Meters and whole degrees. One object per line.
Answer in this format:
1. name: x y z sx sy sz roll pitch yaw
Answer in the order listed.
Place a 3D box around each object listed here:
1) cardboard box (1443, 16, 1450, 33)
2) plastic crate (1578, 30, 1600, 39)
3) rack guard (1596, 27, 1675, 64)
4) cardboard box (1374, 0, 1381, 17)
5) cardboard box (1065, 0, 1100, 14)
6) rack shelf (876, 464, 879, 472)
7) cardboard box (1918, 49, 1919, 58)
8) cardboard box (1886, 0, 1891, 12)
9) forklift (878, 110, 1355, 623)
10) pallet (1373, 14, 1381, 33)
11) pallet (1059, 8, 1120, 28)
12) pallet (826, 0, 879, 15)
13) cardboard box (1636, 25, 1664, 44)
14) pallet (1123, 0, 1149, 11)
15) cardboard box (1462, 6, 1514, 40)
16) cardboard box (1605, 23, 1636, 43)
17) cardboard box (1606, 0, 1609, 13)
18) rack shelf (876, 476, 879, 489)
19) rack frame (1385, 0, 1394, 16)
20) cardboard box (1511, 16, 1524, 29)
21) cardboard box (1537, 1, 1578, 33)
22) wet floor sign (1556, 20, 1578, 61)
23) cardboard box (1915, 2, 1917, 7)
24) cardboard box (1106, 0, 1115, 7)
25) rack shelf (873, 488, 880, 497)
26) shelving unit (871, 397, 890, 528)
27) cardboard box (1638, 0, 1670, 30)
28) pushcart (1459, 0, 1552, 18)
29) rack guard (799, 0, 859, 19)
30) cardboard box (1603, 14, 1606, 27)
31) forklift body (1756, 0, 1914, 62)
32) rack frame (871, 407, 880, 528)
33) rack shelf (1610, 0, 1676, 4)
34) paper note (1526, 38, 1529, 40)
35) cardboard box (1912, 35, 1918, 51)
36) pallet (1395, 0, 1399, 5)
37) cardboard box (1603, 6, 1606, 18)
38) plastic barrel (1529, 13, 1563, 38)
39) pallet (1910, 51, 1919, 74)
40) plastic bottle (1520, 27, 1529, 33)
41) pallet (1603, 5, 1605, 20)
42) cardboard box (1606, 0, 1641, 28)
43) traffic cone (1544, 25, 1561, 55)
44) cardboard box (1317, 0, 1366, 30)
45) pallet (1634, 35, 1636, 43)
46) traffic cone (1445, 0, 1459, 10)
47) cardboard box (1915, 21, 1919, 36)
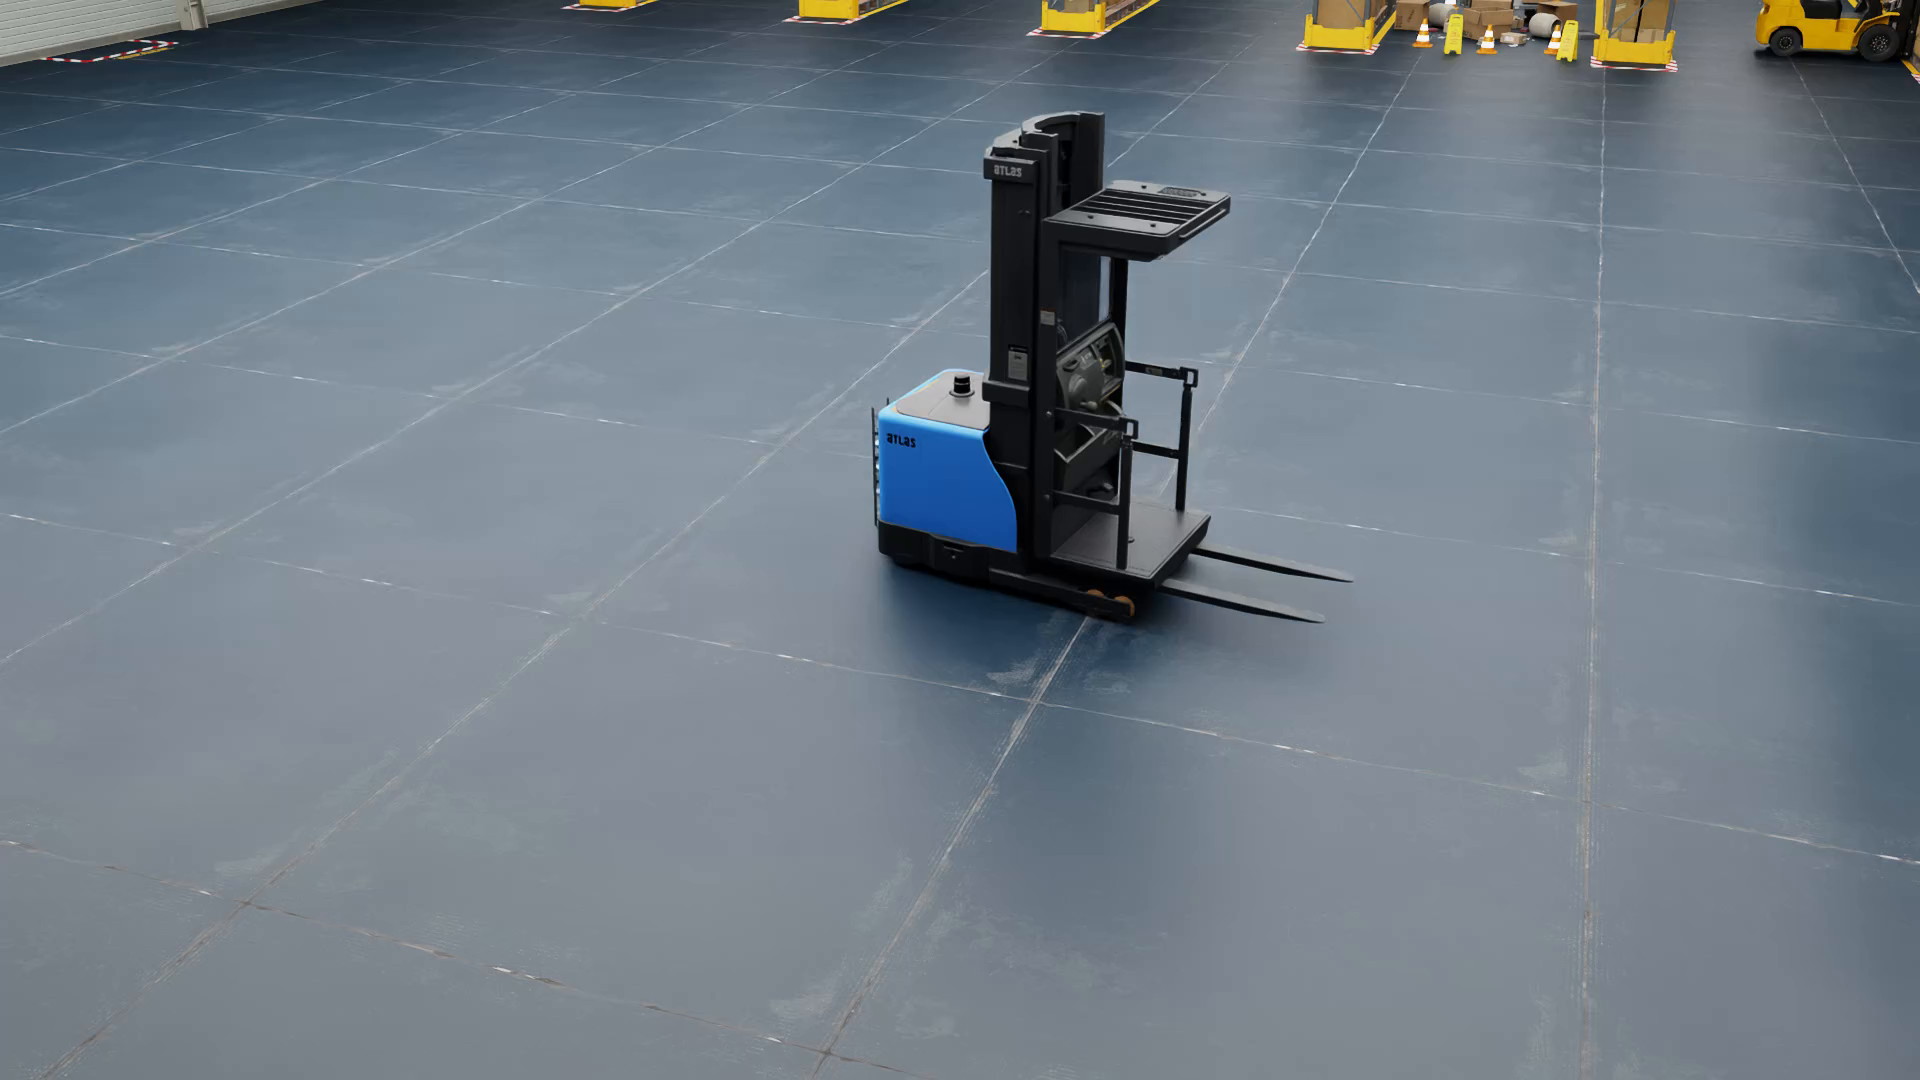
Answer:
1. cardboard box: 9.243 -9.611 31.018 0.396 0.266 0.258 14 29 26
2. plastic crate: 11.484 -9.298 30.586 0.402 0.080 0.583 0 26 -1
3. rack guard: 11.474 -8.401 28.251 1.175 0.500 0.348 9 27 17
4. cardboard box: 7.507 -10.428 31.526 0.875 0.875 0.875 9 27 18
5. cardboard box: 2.327 -10.250 31.588 0.500 0.500 0.500 14 29 27
6. rack shelf: -0.445 -0.482 11.512 0.258 0.077 0.200 13 29 25
7. cardboard box: 15.989 -7.967 27.159 0.500 0.250 0.500 9 27 18
8. cardboard box: 17.890 -10.074 31.081 0.875 0.625 0.625 8 27 17
9. forklift: 0.997 -1.064 10.308 3.031 2.935 1.130 13 29 25
10. pallet: 7.347 -9.755 31.380 1.003 0.211 1.213 9 27 17
11. pallet: 2.433 -10.037 31.961 1.003 0.211 1.213 9 27 17
12. pallet: -2.311 -10.766 33.467 1.003 0.211 1.213 9 27 17
13. cardboard box: 11.978 -8.737 28.751 0.500 0.250 0.500 9 27 17
14. pallet: 3.245 -11.039 34.032 1.003 0.211 1.213 9 27 17
15. cardboard box: 9.646 -9.460 30.434 0.797 0.503 0.637 -9 27 -18
16. cardboard box: 11.472 -8.827 28.936 0.500 0.250 0.500 9 27 17
17. cardboard box: 11.814 -9.572 29.614 0.500 0.500 0.500 8 27 16
18. rack shelf: -0.445 -0.401 11.552 0.258 0.077 0.200 13 29 25
19. rack frame: 8.078 -11.815 32.433 1.000 3.000 0.127 9 27 17
20. cardboard box: 10.485 -9.884 31.584 0.258 0.266 0.396 -9 27 -18
21. cardboard box: 11.140 -9.771 31.079 0.500 0.500 0.500 -14 29 -27
22. wet floor sign: 10.377 -8.512 28.314 0.267 0.644 0.232 20 32 35
23. cardboard box: 16.489 -9.039 28.226 0.500 0.250 0.500 8 27 16
24. cardboard box: 2.720 -10.755 32.631 0.500 0.500 0.500 11 28 22
25. rack shelf: -0.445 -0.320 11.591 0.258 0.077 0.200 13 29 25
26. shelving unit: -0.445 -0.512 11.498 0.258 0.900 0.210 13 29 25
27. cardboard box: 11.985 -9.085 28.608 0.500 0.500 0.500 8 27 16
28. pushcart: 10.613 -10.268 32.248 1.648 0.377 0.936 0 26 -1
29. rack guard: -2.586 -10.563 32.716 1.175 0.500 0.348 9 27 17
30. cardboard box: 11.813 -9.245 29.799 0.500 0.250 0.500 8 27 16
31. forklift body: 15.041 -9.438 28.499 2.313 2.155 1.214 9 27 17
32. rack frame: -0.493 -0.473 11.417 0.240 0.900 0.006 13 29 25
33. rack shelf: 12.114 -9.993 29.496 1.077 0.370 4.000 9 27 17
34. paper note: 10.310 -9.158 30.365 0.148 0.019 0.142 20 32 35
35. cardboard box: 16.339 -8.374 28.000 0.500 0.250 0.500 9 27 18
36. pallet: 8.668 -11.391 34.757 1.003 0.211 1.213 9 27 17
37. cardboard box: 12.329 -9.887 31.124 0.500 0.250 0.500 7 27 15
38. plastic barrel: 10.708 -9.403 30.409 0.421 0.421 0.512 -14 29 -27
39. pallet: 16.346 -7.842 27.427 1.003 0.211 1.213 9 27 17
40. plastic bottle: 10.582 -9.557 31.143 0.133 0.061 0.283 14 29 26
41. pallet: 13.038 -10.203 32.305 1.003 0.211 1.213 9 27 17
42. cardboard box: 11.469 -9.151 28.744 0.500 0.500 0.500 9 27 18
43. traffic cone: 10.375 -8.717 28.946 0.336 0.463 0.334 9 27 17
44. cardboard box: 6.911 -9.692 30.005 0.875 0.875 0.875 9 27 18
45. pallet: 11.778 -8.600 28.992 1.003 0.211 1.213 9 27 17
46. traffic cone: 9.949 -11.005 33.672 0.336 0.463 0.334 9 27 17
47. cardboard box: 16.327 -8.618 27.930 0.500 0.250 0.500 8 27 16
